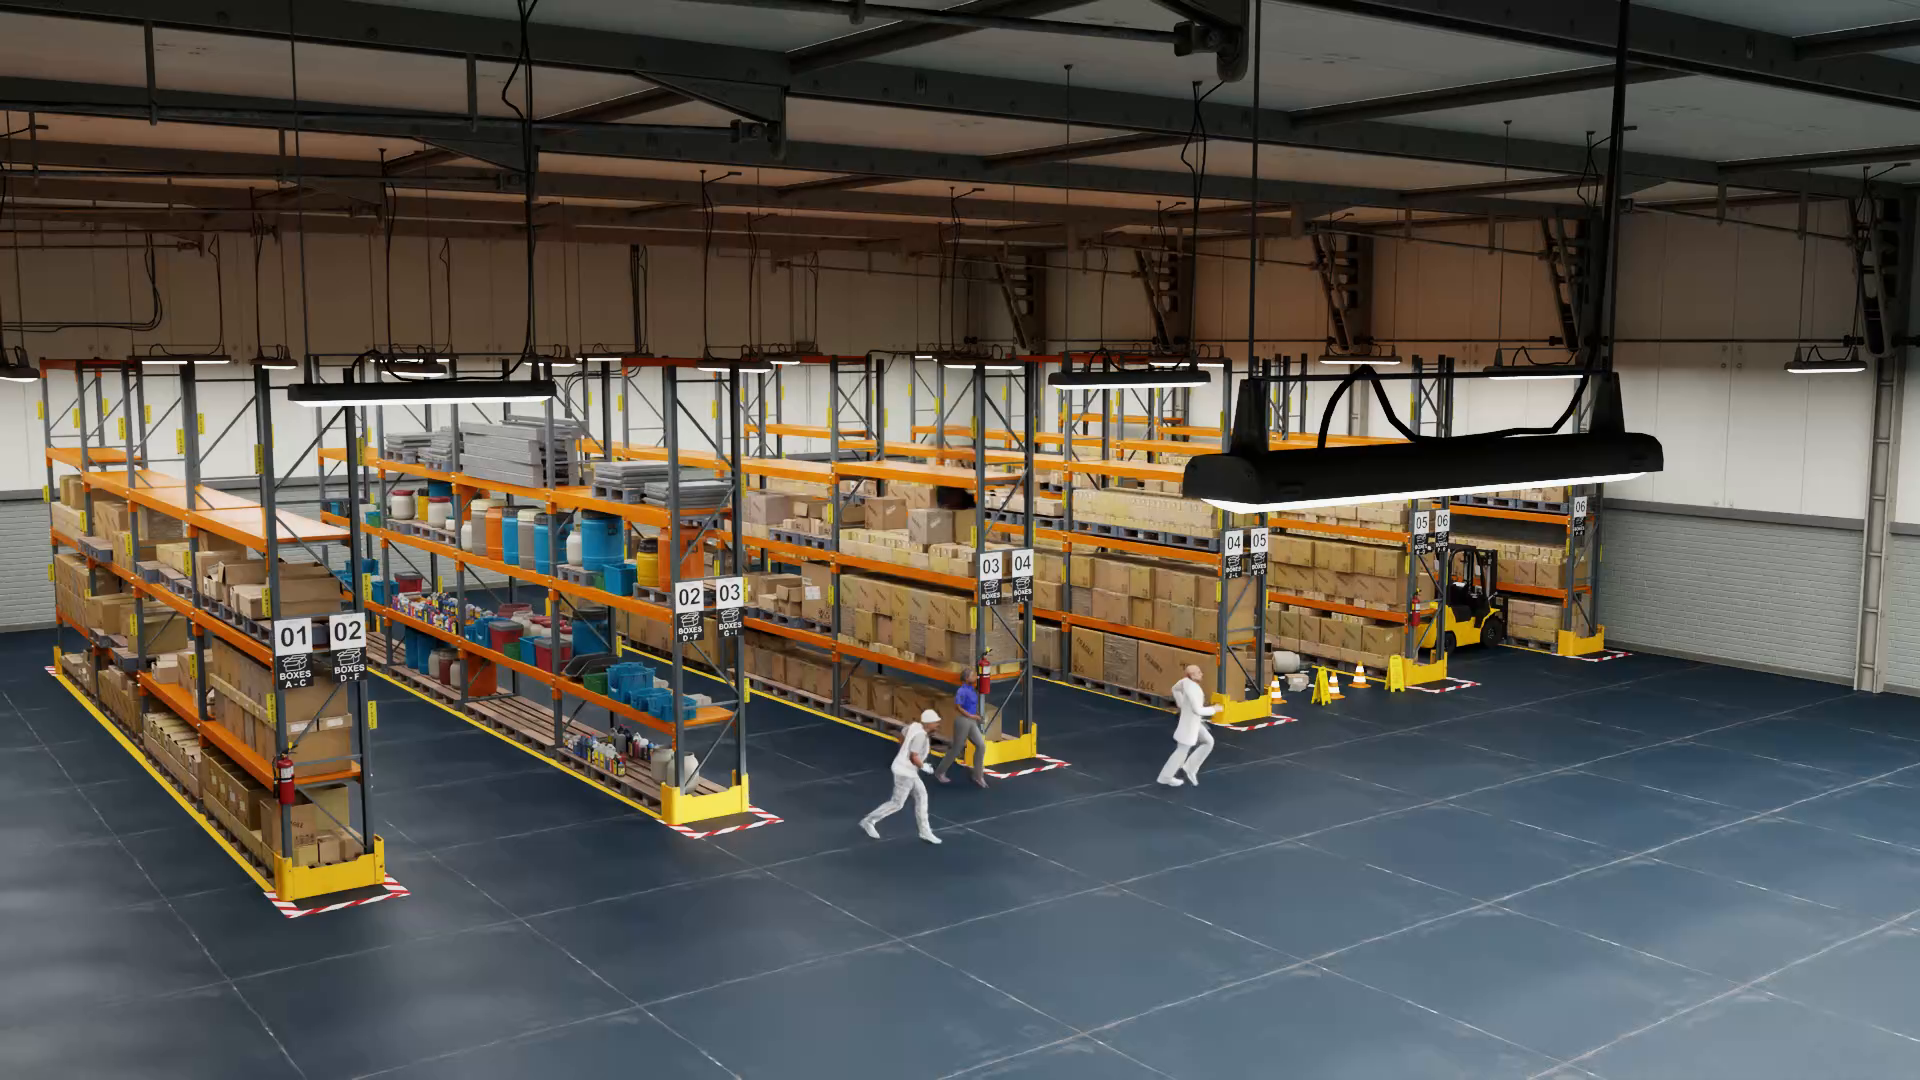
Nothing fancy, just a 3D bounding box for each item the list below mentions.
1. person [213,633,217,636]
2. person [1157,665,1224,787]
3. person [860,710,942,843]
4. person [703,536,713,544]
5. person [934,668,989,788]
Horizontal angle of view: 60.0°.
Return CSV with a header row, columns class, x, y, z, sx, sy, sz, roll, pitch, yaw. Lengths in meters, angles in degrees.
class,x,y,z,sx,sy,sz,roll,pitch,yaw
person,-13.814,1.766,31.364,0.583,1.648,0.604,6,9,42
person,3.267,2.627,23.559,0.923,1.765,0.736,1,7,8
person,-0.748,2.996,20.948,1.052,1.727,0.721,-1,7,-11
person,-6.284,0.596,40.771,0.716,1.695,0.774,3,7,22
person,0.081,2.677,23.799,0.795,1.678,0.668,3,7,23
